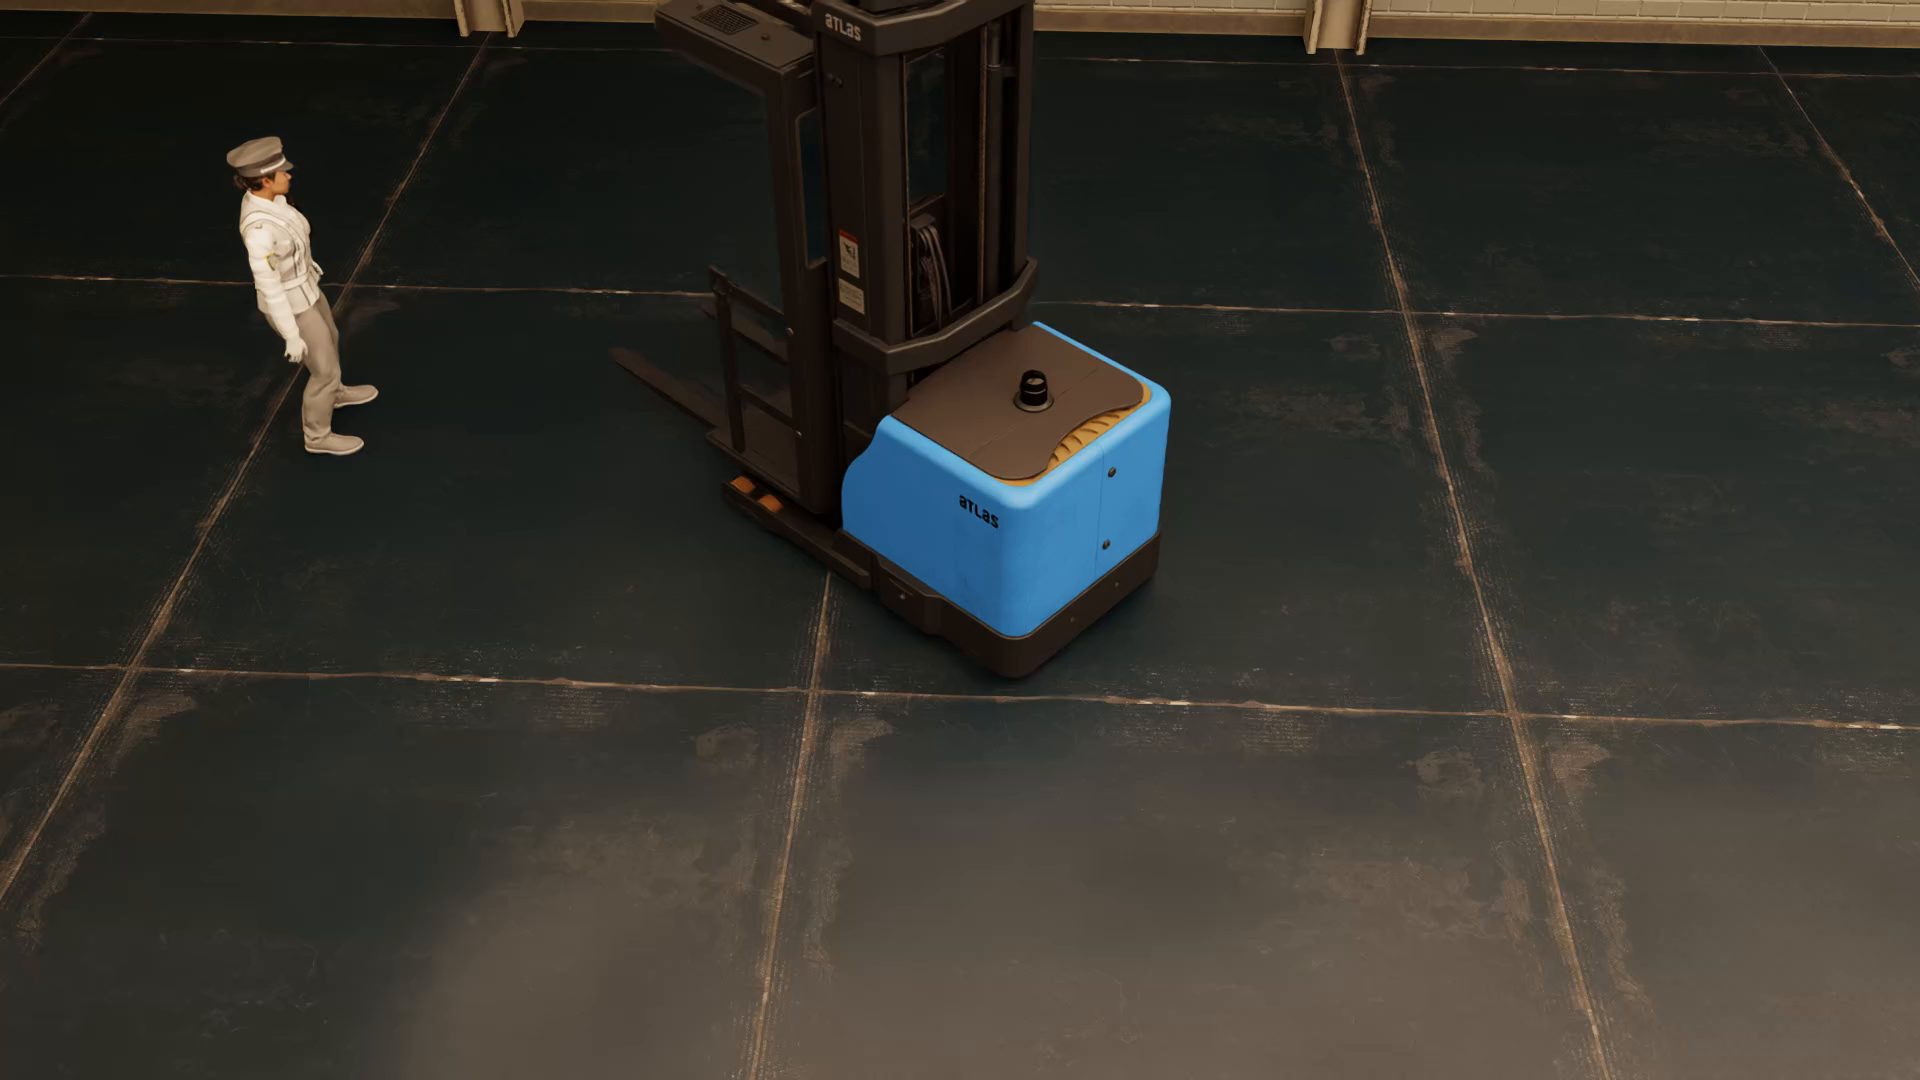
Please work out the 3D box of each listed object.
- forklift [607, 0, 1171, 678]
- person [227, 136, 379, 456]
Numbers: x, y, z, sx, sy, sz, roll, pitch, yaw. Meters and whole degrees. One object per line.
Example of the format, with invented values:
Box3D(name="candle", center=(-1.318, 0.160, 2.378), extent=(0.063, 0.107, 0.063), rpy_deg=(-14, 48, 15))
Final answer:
Box3D(name="forklift", center=(-0.509, -1.362, 7.234), extent=(3.031, 2.935, 1.130), rpy_deg=(32, 51, 30))
Box3D(name="person", center=(-3.156, -1.154, 7.962), extent=(0.384, 1.647, 0.680), rpy_deg=(-12, 44, -13))
